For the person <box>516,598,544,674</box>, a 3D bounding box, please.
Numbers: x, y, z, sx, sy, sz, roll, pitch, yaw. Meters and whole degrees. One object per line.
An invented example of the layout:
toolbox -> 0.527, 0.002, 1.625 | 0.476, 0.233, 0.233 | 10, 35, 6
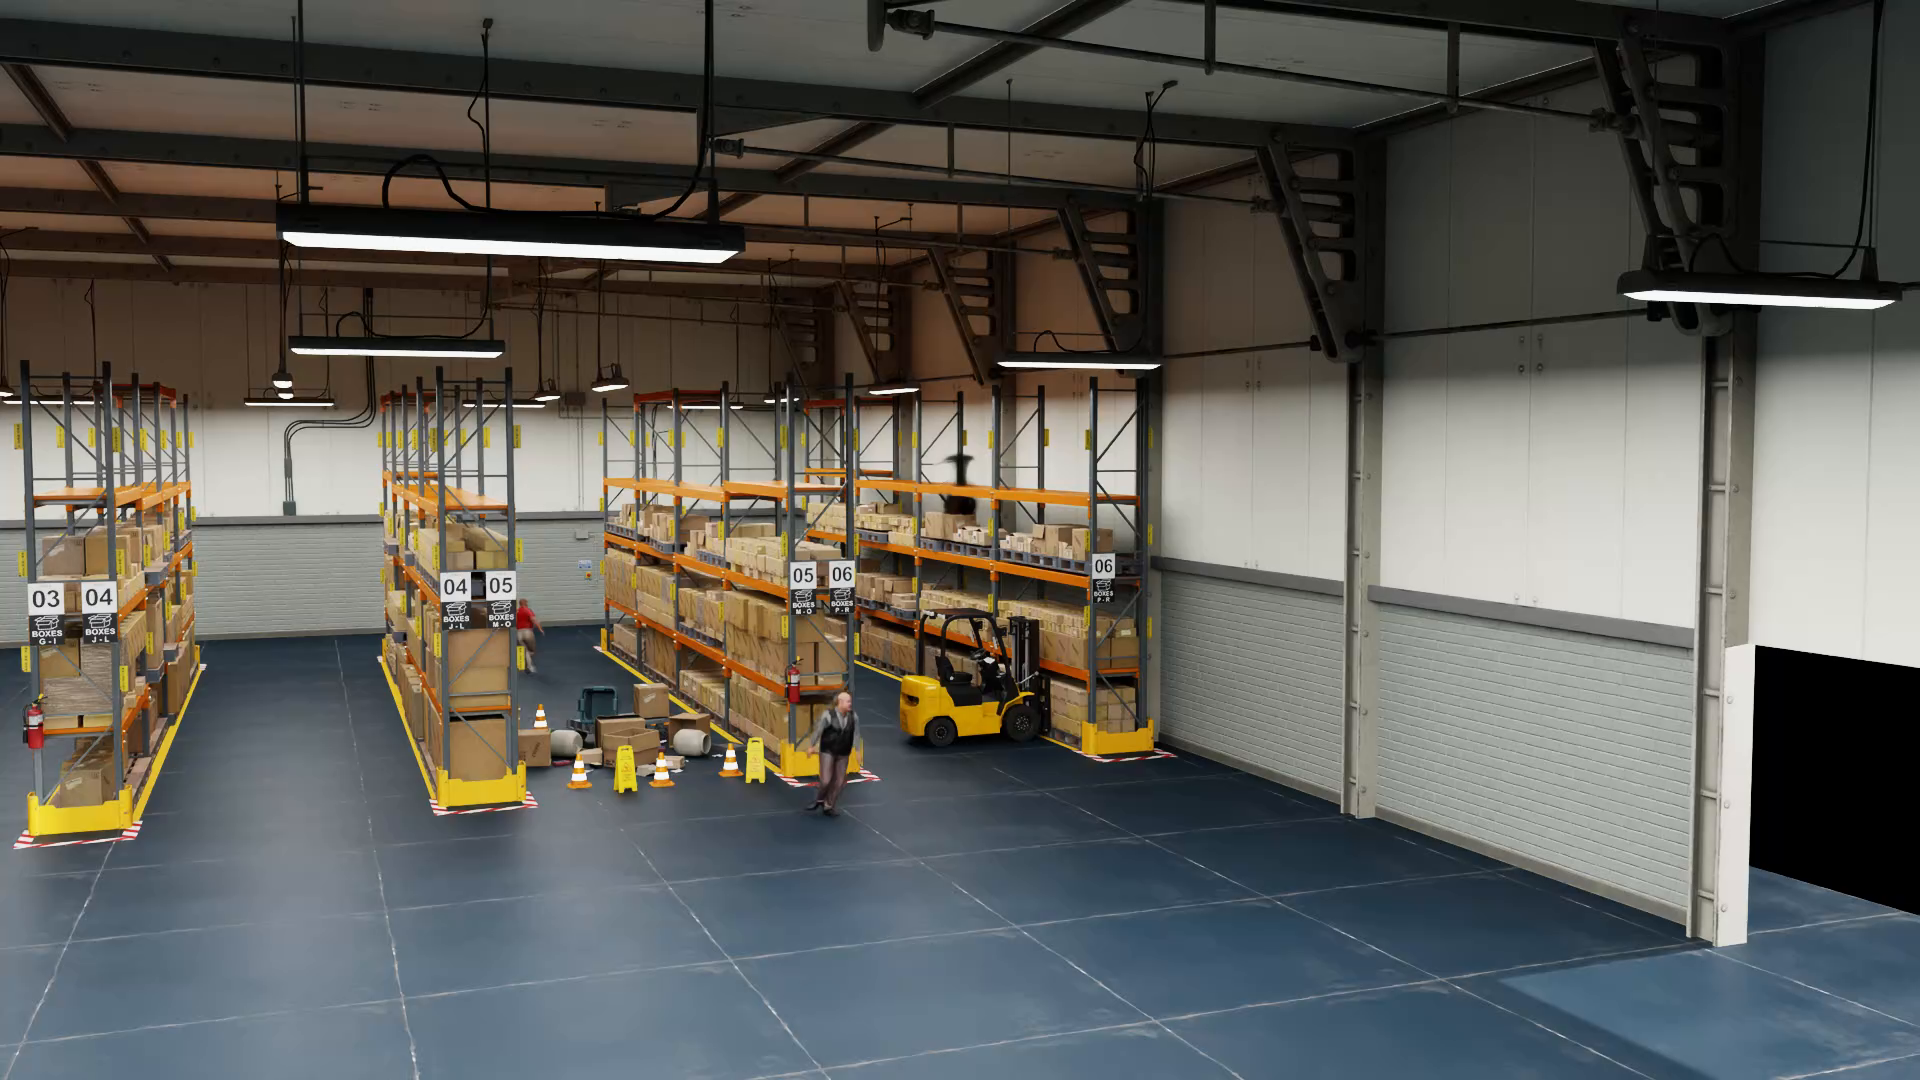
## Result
person -> -9.257, 2.077, 35.438 | 0.788, 1.666, 0.670 | 0, 3, 3

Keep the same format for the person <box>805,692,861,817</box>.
person -> -1.674, 2.840, 22.057 | 0.692, 1.683, 0.542 | -2, 4, -26
